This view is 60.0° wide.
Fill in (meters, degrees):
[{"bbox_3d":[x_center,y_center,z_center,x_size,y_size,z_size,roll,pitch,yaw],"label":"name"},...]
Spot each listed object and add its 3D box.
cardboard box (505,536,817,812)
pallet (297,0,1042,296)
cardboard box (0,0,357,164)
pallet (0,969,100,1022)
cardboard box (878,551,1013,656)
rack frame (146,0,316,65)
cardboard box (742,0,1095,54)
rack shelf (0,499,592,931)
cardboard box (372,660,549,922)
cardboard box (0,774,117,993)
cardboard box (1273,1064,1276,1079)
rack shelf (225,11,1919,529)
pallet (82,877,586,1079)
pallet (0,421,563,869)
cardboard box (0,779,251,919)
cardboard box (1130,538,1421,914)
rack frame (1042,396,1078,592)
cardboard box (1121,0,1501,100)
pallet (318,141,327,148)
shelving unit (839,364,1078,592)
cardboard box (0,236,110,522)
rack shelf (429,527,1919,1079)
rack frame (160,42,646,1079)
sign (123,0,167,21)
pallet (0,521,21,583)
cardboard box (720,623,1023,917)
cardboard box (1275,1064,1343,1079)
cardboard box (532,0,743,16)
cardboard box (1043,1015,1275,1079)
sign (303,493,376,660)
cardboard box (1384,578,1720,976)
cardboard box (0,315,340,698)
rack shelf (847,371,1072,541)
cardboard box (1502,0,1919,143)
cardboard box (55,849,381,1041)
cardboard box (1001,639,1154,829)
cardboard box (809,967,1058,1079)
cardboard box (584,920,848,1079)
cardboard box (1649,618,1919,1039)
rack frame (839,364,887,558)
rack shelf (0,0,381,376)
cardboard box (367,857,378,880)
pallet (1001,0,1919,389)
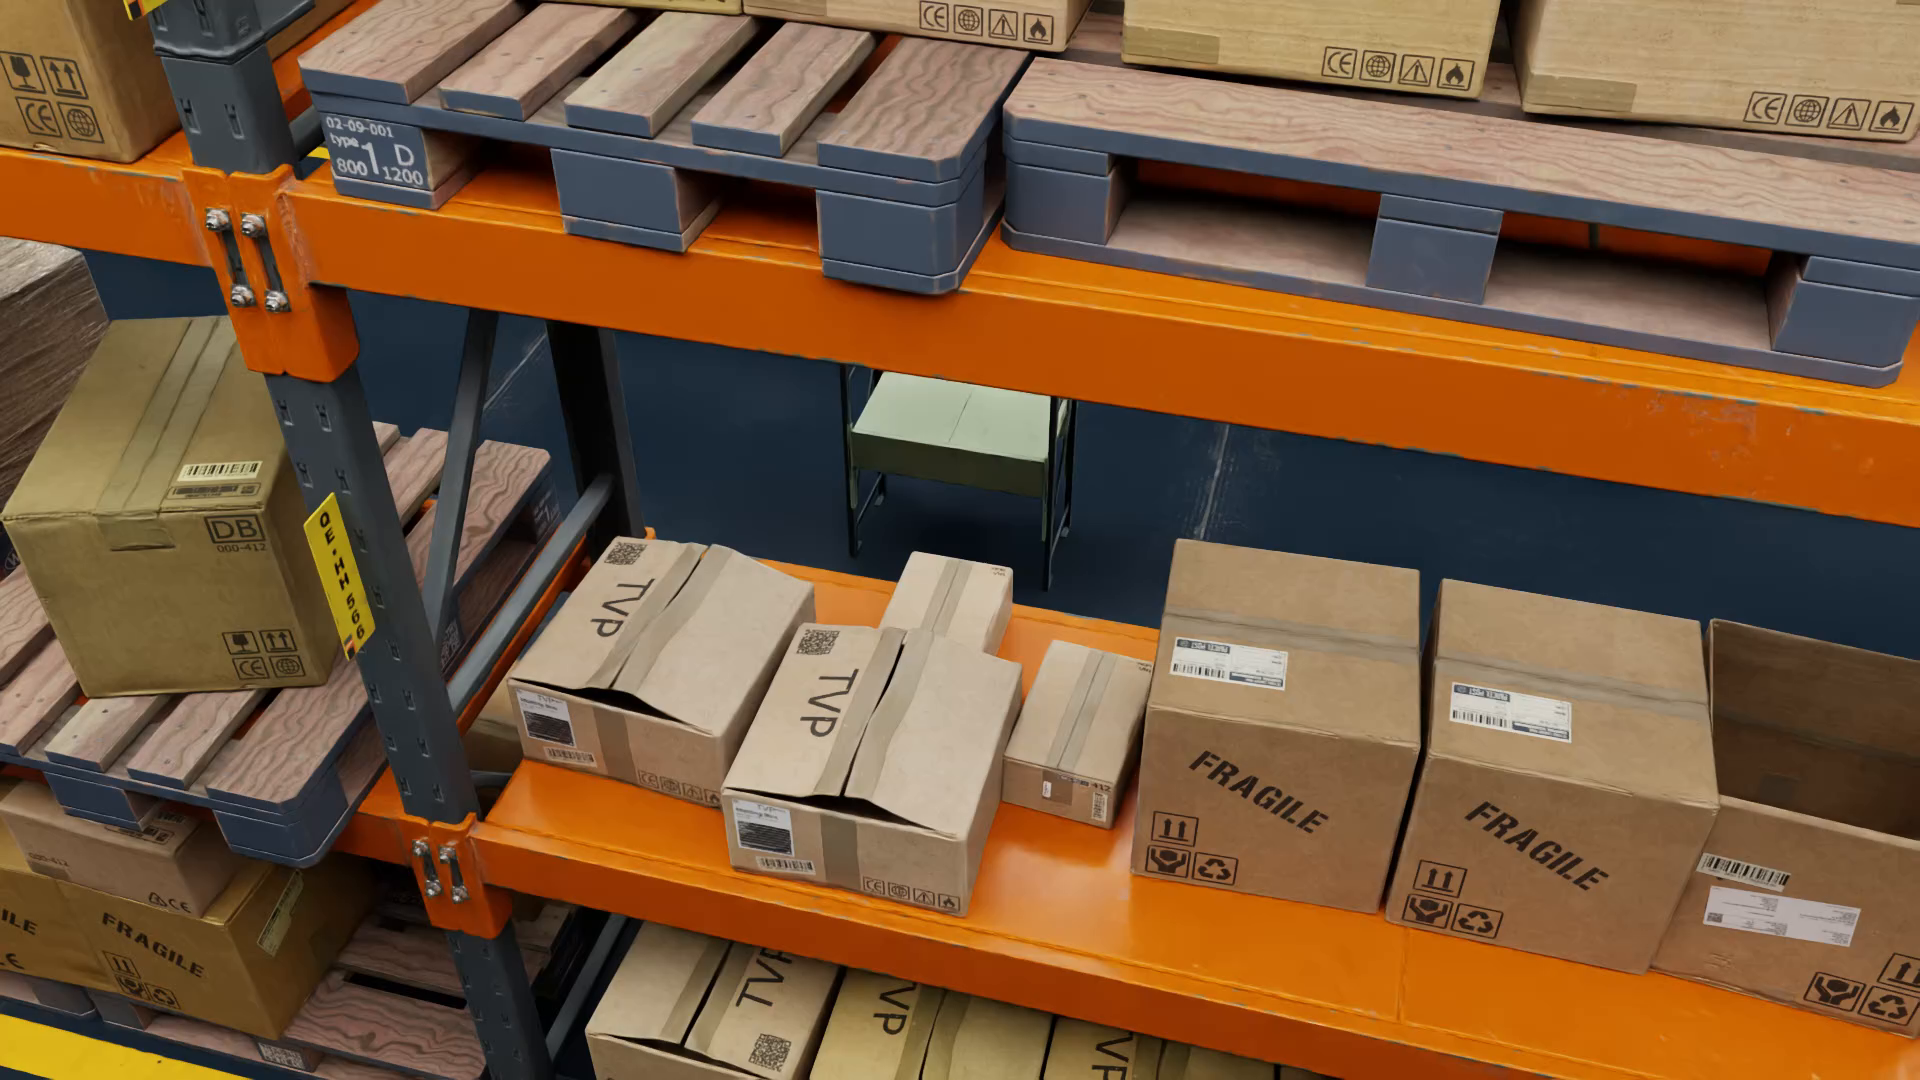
[{"bbox_3d":[-0.643,0.264,3.672,0.500,0.311,0.500,12,42,14],"label":"cardboard box"},{"bbox_3d":[-0.304,-0.877,2.776,1.003,0.211,1.213,12,41,13],"label":"pallet"},{"bbox_3d":[-1.413,-1.096,2.813,0.500,0.500,0.910,10,41,11],"label":"cardboard box"},{"bbox_3d":[-2.869,0.859,5.064,1.213,0.211,1.003,10,41,11],"label":"pallet"},{"bbox_3d":[-0.042,0.216,3.855,0.250,0.149,0.380,10,41,11],"label":"cardboard box"},{"bbox_3d":[-0.983,-2.155,1.819,0.127,3.000,1.000,10,41,11],"label":"rack frame"},{"bbox_3d":[-0.019,-0.993,2.558,0.500,0.250,0.500,11,41,13],"label":"cardboard box"},{"bbox_3d":[-2.915,0.085,4.375,4.000,0.370,1.077,10,41,11],"label":"rack shelf"},{"bbox_3d":[-1.348,0.678,4.712,0.500,0.500,0.500,11,41,13],"label":"cardboard box"},{"bbox_3d":[-2.447,0.835,4.525,0.500,0.500,0.500,8,41,10],"label":"cardboard box"},{"bbox_3d":[0.932,1.555,3.877,0.500,0.250,0.500,11,41,12],"label":"cardboard box"},{"bbox_3d":[0.949,-0.398,2.619,4.000,0.370,1.077,10,41,11],"label":"rack shelf"},{"bbox_3d":[-1.694,1.063,4.821,1.213,0.211,1.003,10,41,11],"label":"pallet"},{"bbox_3d":[-1.656,0.147,3.892,1.003,0.211,1.213,10,41,11],"label":"pallet"},{"bbox_3d":[-2.002,0.628,4.189,0.500,0.250,0.500,11,41,13],"label":"cardboard box"},{"bbox_3d":[0.642,0.373,3.396,0.500,0.500,0.500,8,41,9],"label":"cardboard box"},{"bbox_3d":[0.360,-0.512,5.694,0.023,1.500,0.400,10,41,11],"label":"rack frame"},{"bbox_3d":[0.531,-0.891,2.436,0.500,0.250,0.500,9,41,11],"label":"cardboard box"},{"bbox_3d":[-2.828,-2.377,8.917,1.213,0.211,1.003,10,41,11],"label":"pallet"},{"bbox_3d":[0.006,-0.573,5.766,0.755,1.500,0.431,10,41,11],"label":"shelving unit"},{"bbox_3d":[-2.454,-0.362,3.944,0.500,0.500,0.700,17,43,20],"label":"cardboard box"},{"bbox_3d":[0.949,0.750,3.584,4.000,0.370,1.077,10,41,11],"label":"rack shelf"},{"bbox_3d":[-0.983,0.142,3.748,0.127,3.000,1.000,10,41,11],"label":"rack frame"},{"bbox_3d":[-1.125,-0.867,2.216,0.005,0.325,0.100,10,41,11],"label":"sign"},{"bbox_3d":[-2.862,-0.105,4.191,1.213,0.211,1.003,10,41,11],"label":"pallet"},{"bbox_3d":[-0.169,0.446,3.456,0.500,0.311,0.500,9,41,11],"label":"cardboard box"},{"bbox_3d":[0.946,1.343,3.694,0.500,0.311,0.500,9,41,11],"label":"cardboard box"},{"bbox_3d":[-0.530,-1.069,2.648,0.500,0.250,0.500,7,41,8],"label":"cardboard box"},{"bbox_3d":[0.449,1.258,3.796,0.500,0.311,0.500,9,41,10],"label":"cardboard box"},{"bbox_3d":[-1.114,0.068,2.998,0.005,0.325,0.100,10,41,11],"label":"sign"},{"bbox_3d":[1.151,0.460,3.292,0.500,0.500,0.500,10,41,11],"label":"cardboard box"},{"bbox_3d":[-1.620,-0.091,3.622,0.500,0.500,0.700,-3,40,-3],"label":"cardboard box"},{"bbox_3d":[0.006,-0.324,5.976,0.720,0.370,0.431,10,41,11],"label":"rack shelf"},{"bbox_3d":[1.050,-0.801,2.329,0.500,0.250,0.500,7,40,8],"label":"cardboard box"},{"bbox_3d":[-1.947,0.922,4.422,0.500,0.500,0.500,11,41,13],"label":"cardboard box"},{"bbox_3d":[0.264,0.416,3.618,0.250,0.149,0.380,13,42,15],"label":"cardboard box"},{"bbox_3d":[-0.043,1.171,3.898,0.500,0.311,0.500,9,41,10],"label":"cardboard box"},{"bbox_3d":[-0.553,1.089,3.996,0.500,0.311,0.500,11,41,13],"label":"cardboard box"},{"bbox_3d":[1.635,0.544,3.193,0.500,0.500,0.500,13,42,15],"label":"cardboard box"},{"bbox_3d":[-0.347,-0.634,5.839,0.023,1.500,0.400,10,41,11],"label":"rack frame"},{"bbox_3d":[-2.915,-1.063,3.411,4.000,0.370,1.077,10,41,11],"label":"rack shelf"},{"bbox_3d":[-1.856,0.594,4.811,0.500,0.500,0.500,8,41,10],"label":"cardboard box"},{"bbox_3d":[0.777,-0.693,2.557,1.213,0.211,1.003,12,41,13],"label":"pallet"}]
